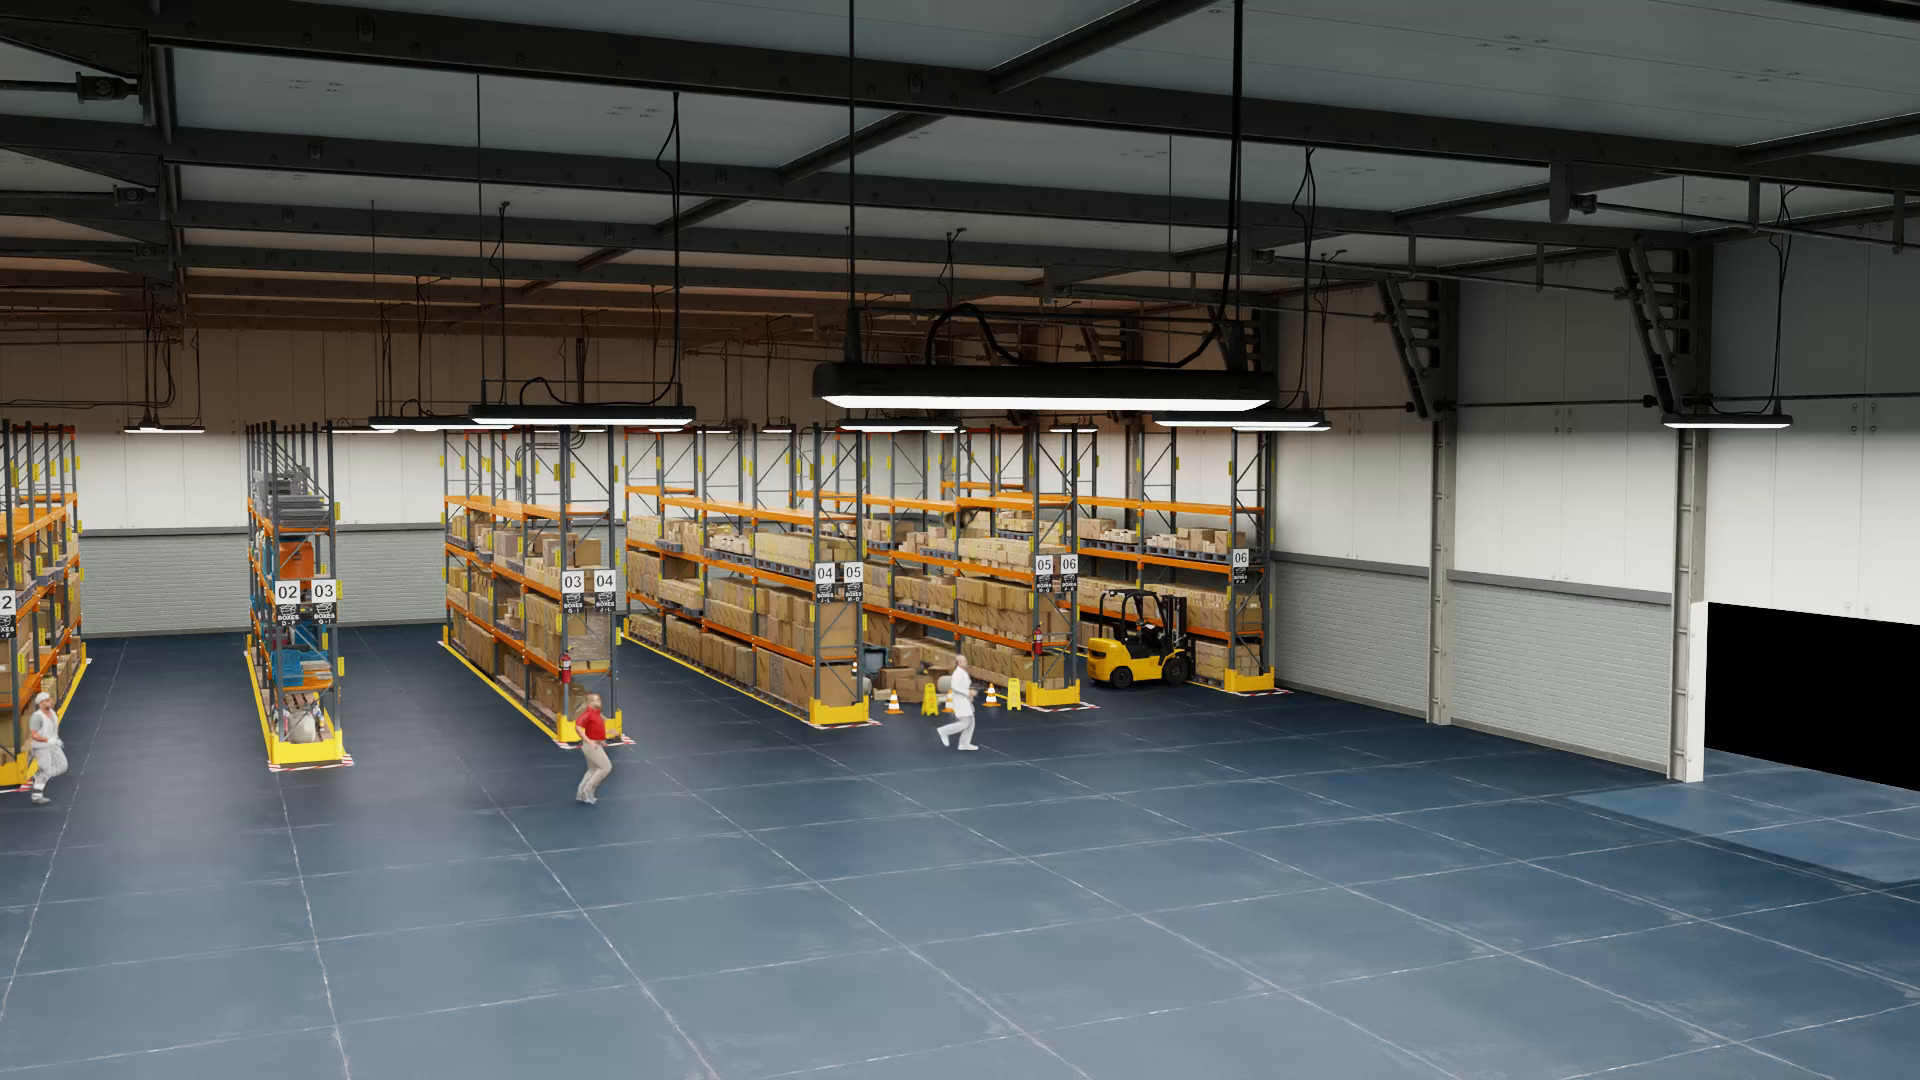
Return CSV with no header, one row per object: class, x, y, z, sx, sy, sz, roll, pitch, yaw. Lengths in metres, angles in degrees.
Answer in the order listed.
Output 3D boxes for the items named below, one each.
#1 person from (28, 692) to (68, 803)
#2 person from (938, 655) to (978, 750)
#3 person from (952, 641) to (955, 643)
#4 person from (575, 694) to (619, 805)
person,-14.220,3.231,25.940,0.660,1.739,0.684,0,4,6
person,-0.018,2.957,30.275,0.751,1.736,0.709,1,4,9
person,-0.076,2.092,45.856,0.541,1.560,0.549,-3,4,-37
person,-5.666,3.255,25.917,0.677,1.720,0.634,0,4,-4
